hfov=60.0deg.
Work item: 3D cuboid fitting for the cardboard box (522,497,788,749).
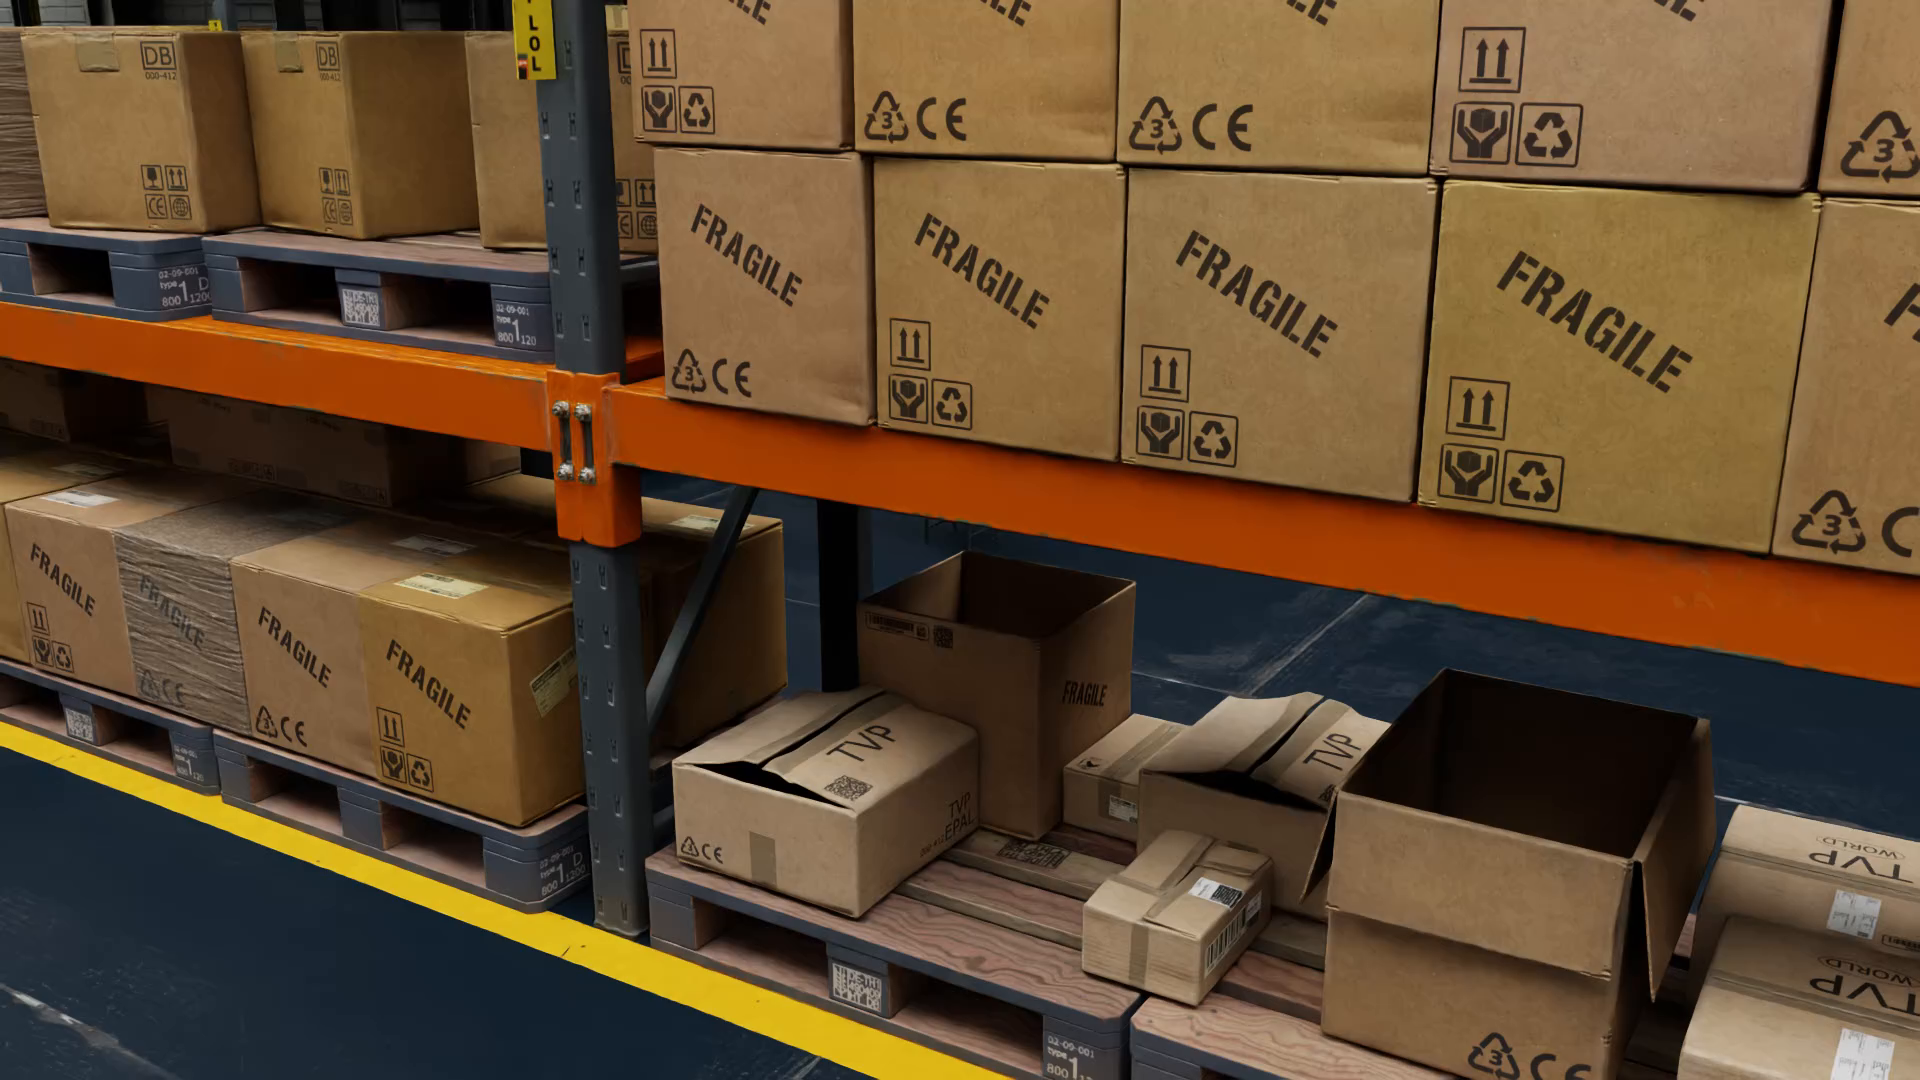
[{"bbox_3d":[-0.826,0.209,4.575,0.500,0.500,0.500,9,19,28],"label":"cardboard box"}]

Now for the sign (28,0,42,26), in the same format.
[{"bbox_3d":[-7.870,-4.535,14.113,0.005,0.325,0.100,10,20,30],"label":"sign"}]

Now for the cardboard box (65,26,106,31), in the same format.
[{"bbox_3d":[-6.186,-3.532,12.282,0.500,0.500,0.500,9,19,28],"label":"cardboard box"}]

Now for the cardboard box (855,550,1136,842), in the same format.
[{"bbox_3d":[0.092,0.360,4.080,0.500,0.500,0.500,10,20,30],"label":"cardboard box"}]

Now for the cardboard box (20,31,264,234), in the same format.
[{"bbox_3d":[-2.079,-1.144,4.593,0.500,0.500,0.700,5,18,16],"label":"cardboard box"}]

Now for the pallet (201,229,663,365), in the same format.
[{"bbox_3d":[-1.165,-0.699,4.352,1.213,0.211,1.003,10,20,30],"label":"pallet"}]

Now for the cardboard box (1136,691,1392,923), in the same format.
[{"bbox_3d":[0.732,0.564,3.732,0.500,0.311,0.500,10,20,30],"label":"cardboard box"}]

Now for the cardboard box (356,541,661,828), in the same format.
[{"bbox_3d":[-1.112,0.339,4.147,0.500,0.500,0.500,10,20,30],"label":"cardboard box"}]

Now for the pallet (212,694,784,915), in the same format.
[{"bbox_3d":[-1.254,0.578,4.616,1.213,0.211,1.003,10,20,30],"label":"pallet"}]

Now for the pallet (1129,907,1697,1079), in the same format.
[{"bbox_3d":[1.087,0.982,3.285,1.213,0.211,1.003,10,20,30],"label":"pallet"}]

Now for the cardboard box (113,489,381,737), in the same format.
[{"bbox_3d":[-1.956,0.186,4.653,0.500,0.500,0.500,10,20,31],"label":"cardboard box"}]

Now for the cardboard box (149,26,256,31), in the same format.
[{"bbox_3d":[-5.334,-3.378,11.776,0.500,0.500,0.500,10,20,30],"label":"cardboard box"}]

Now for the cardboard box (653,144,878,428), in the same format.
[{"bbox_3d":[-0.250,-0.545,3.343,0.500,0.500,0.500,11,20,31],"label":"cardboard box"}]

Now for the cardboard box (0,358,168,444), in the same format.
[{"bbox_3d":[-2.980,-0.532,5.726,0.500,0.250,0.500,11,20,32],"label":"cardboard box"}]

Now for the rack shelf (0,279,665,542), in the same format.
[{"bbox_3d":[-2.246,-0.602,4.941,4.000,0.370,1.077,10,20,30],"label":"rack shelf"}]

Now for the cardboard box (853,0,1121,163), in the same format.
[{"bbox_3d":[0.153,-0.949,2.951,0.500,0.500,0.500,9,19,28],"label":"cardboard box"}]

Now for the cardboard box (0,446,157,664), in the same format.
[{"bbox_3d":[-2.838,0.031,5.163,0.500,0.500,0.500,10,19,29],"label":"cardboard box"}]

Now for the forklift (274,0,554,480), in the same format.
[{"bbox_3d":[-2.916,-1.880,8.026,3.031,2.935,1.130,9,19,28],"label":"forklift"}]

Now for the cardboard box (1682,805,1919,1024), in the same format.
[{"bbox_3d":[1.700,0.766,3.172,0.500,0.250,0.500,10,20,30],"label":"cardboard box"}]

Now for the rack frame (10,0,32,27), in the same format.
[{"bbox_3d":[-8.178,-3.695,13.884,0.127,3.000,1.000,10,20,30],"label":"rack frame"}]

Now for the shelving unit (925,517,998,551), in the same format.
[{"bbox_3d":[0.007,-0.429,6.746,0.210,0.900,0.258,10,20,30],"label":"shelving unit"}]

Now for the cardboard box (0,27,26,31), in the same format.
[{"bbox_3d":[-7.075,-3.687,12.791,0.500,0.500,0.500,9,19,28],"label":"cardboard box"}]

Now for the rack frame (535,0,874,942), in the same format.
[{"bbox_3d":[-0.542,-0.642,3.835,0.127,3.000,1.000,10,20,30],"label":"rack frame"}]

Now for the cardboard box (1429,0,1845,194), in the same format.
[{"bbox_3d":[1.031,-0.792,2.436,0.500,0.500,0.500,11,20,32],"label":"cardboard box"}]

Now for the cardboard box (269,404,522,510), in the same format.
[{"bbox_3d":[-1.678,-0.302,4.967,0.500,0.250,0.500,10,20,30],"label":"cardboard box"}]

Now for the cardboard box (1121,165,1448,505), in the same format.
[{"bbox_3d":[0.613,-0.391,2.836,0.500,0.500,0.500,10,20,30],"label":"cardboard box"}]

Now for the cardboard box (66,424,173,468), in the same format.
[{"bbox_3d":[-2.589,-0.102,5.601,0.500,0.500,0.500,9,19,28],"label":"cardboard box"}]

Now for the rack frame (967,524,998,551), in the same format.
[{"bbox_3d":[0.094,-0.414,6.695,0.006,0.900,0.240,10,20,30],"label":"rack frame"}]

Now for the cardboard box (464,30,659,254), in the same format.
[{"bbox_3d":[-0.828,-1.018,4.179,0.500,0.500,0.700,4,17,12],"label":"cardboard box"}]

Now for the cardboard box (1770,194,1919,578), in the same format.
[{"bbox_3d":[1.477,-0.238,2.331,0.500,0.500,0.500,10,20,30],"label":"cardboard box"}]

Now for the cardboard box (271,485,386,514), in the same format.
[{"bbox_3d":[-1.708,0.053,5.089,0.500,0.500,0.500,10,20,31],"label":"cardboard box"}]

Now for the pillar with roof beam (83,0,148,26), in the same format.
[{"bbox_3d":[-9.382,-5.607,9.857,0.400,9.000,9.100,10,20,30],"label":"pillar with roof beam"}]

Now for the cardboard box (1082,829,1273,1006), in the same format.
[{"bbox_3d":[0.445,0.749,3.371,0.250,0.166,0.380,10,20,30],"label":"cardboard box"}]
